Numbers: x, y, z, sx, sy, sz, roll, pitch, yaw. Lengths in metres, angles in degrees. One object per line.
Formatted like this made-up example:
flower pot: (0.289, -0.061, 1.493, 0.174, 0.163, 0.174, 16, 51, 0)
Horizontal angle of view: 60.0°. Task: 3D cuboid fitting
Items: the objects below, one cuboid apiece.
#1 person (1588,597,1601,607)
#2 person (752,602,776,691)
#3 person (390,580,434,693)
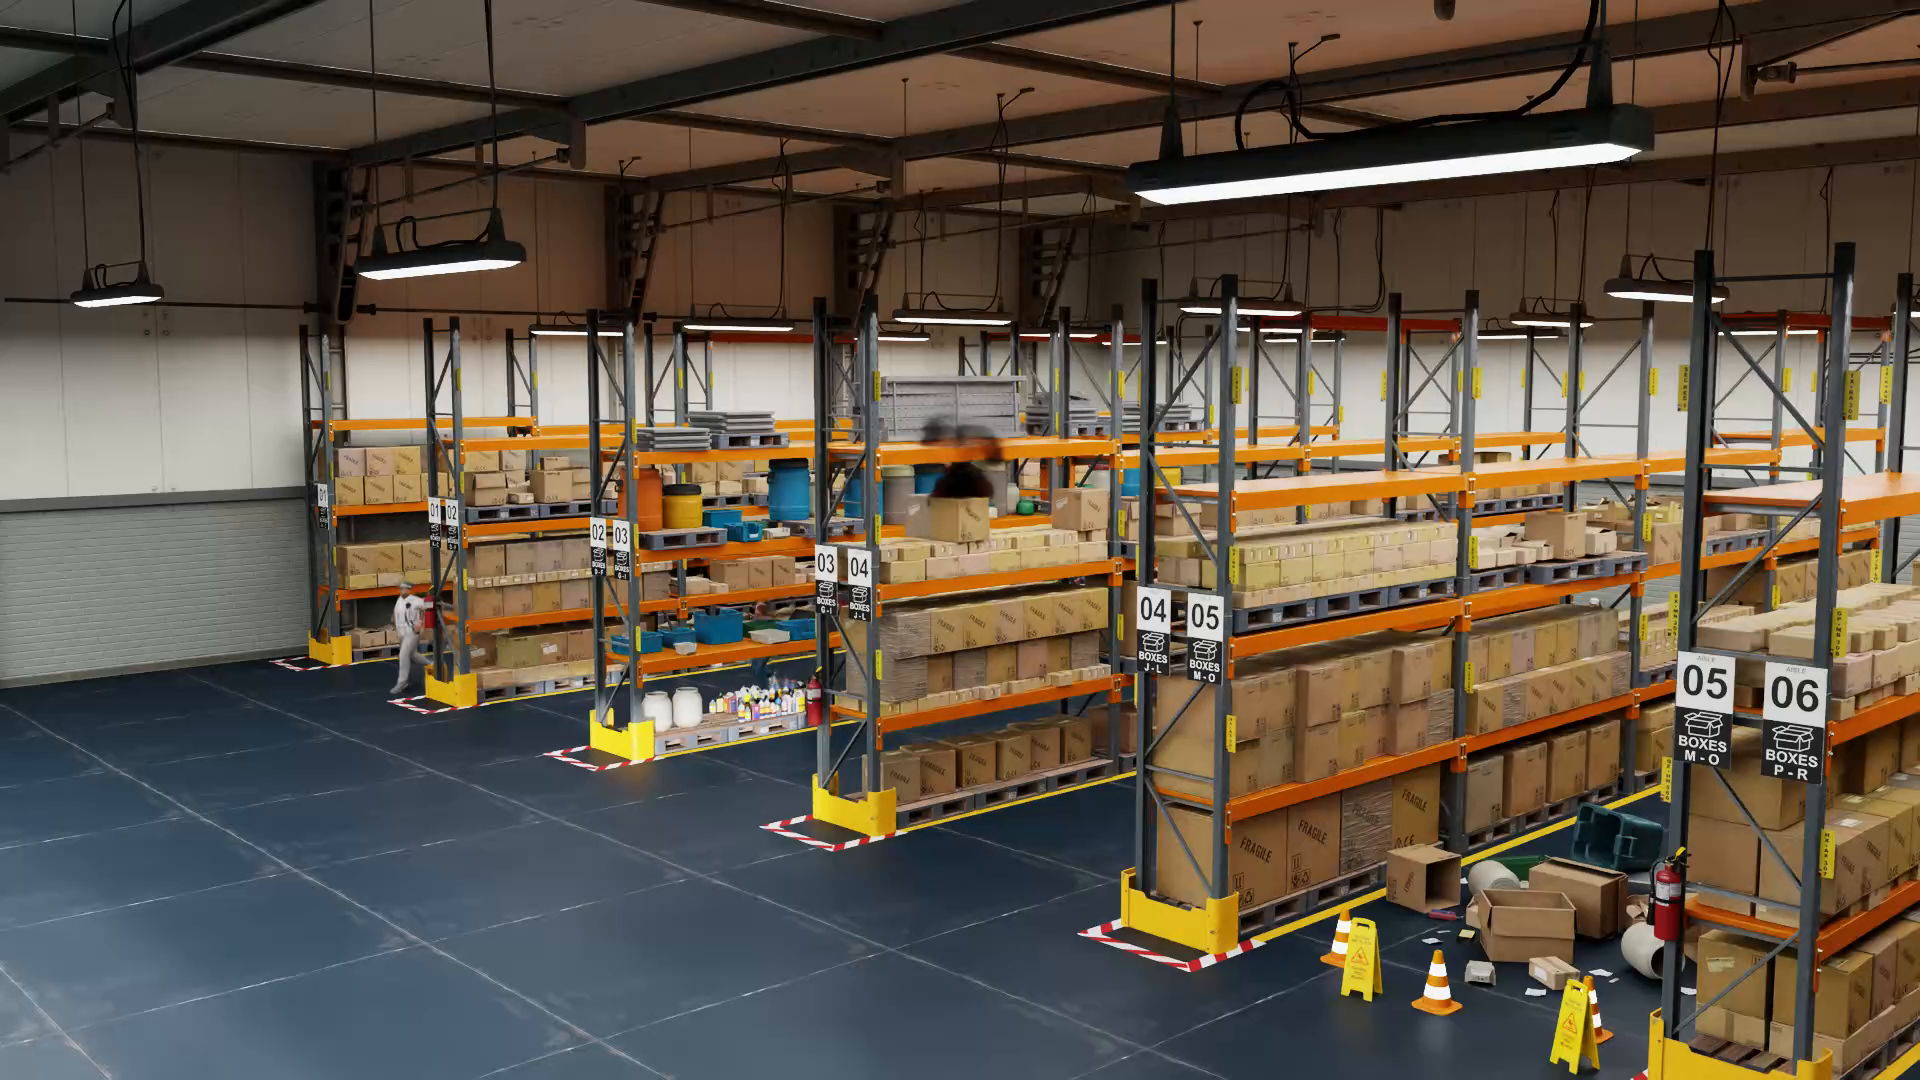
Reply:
person: (9.939, 1.718, 26.051, 0.628, 1.684, 0.981, 4, 7, 35)
person: (-3.089, 1.747, 26.343, 0.522, 1.548, 0.555, 4, 7, 35)
person: (-8.986, 1.533, 27.212, 0.690, 1.806, 0.979, 5, 7, 39)
